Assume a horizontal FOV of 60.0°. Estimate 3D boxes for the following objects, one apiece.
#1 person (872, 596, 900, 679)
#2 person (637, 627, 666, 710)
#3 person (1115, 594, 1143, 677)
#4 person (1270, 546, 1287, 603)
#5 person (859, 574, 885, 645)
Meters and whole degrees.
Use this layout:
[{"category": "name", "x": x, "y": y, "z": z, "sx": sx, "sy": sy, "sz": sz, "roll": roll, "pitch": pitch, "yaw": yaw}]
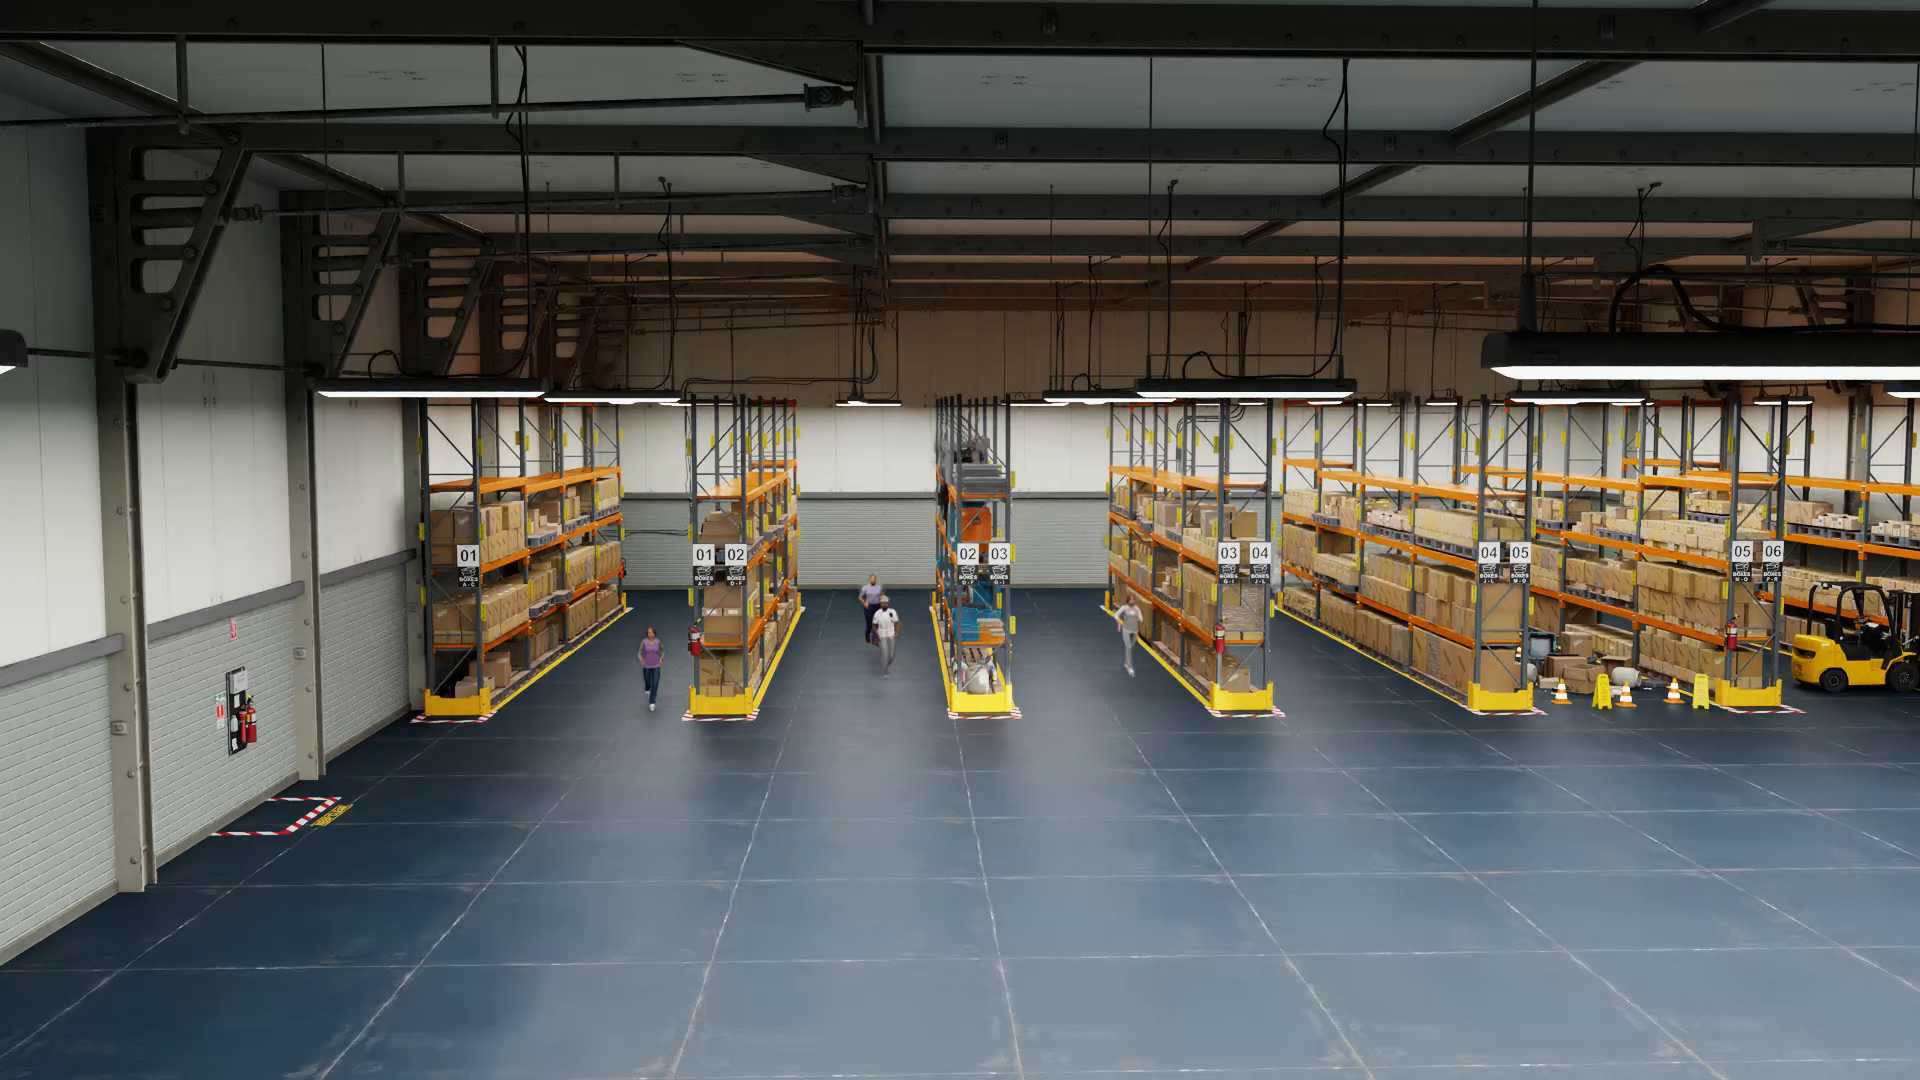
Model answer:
[{"category": "person", "x": -1.496, "y": 1.962, "z": 33.615, "sx": 0.575, "sy": 1.682, "sz": 0.465, "roll": -1, "pitch": 5, "yaw": -8}, {"category": "person", "x": -5.913, "y": 2.452, "z": 31.894, "sx": 0.536, "sy": 1.561, "sz": 0.664, "roll": -1, "pitch": 5, "yaw": -14}, {"category": "person", "x": 3.493, "y": 1.932, "z": 34.164, "sx": 0.514, "sy": 1.655, "sz": 0.708, "roll": -1, "pitch": 5, "yaw": -18}, {"category": "person", "x": 9.338, "y": 1.014, "z": 48.768, "sx": 0.638, "sy": 1.753, "sz": 0.720, "roll": -1, "pitch": 5, "yaw": -18}, {"category": "person", "x": -2.012, "y": 1.599, "z": 38.434, "sx": 0.625, "sy": 1.622, "sz": 0.662, "roll": -1, "pitch": 5, "yaw": -17}]
